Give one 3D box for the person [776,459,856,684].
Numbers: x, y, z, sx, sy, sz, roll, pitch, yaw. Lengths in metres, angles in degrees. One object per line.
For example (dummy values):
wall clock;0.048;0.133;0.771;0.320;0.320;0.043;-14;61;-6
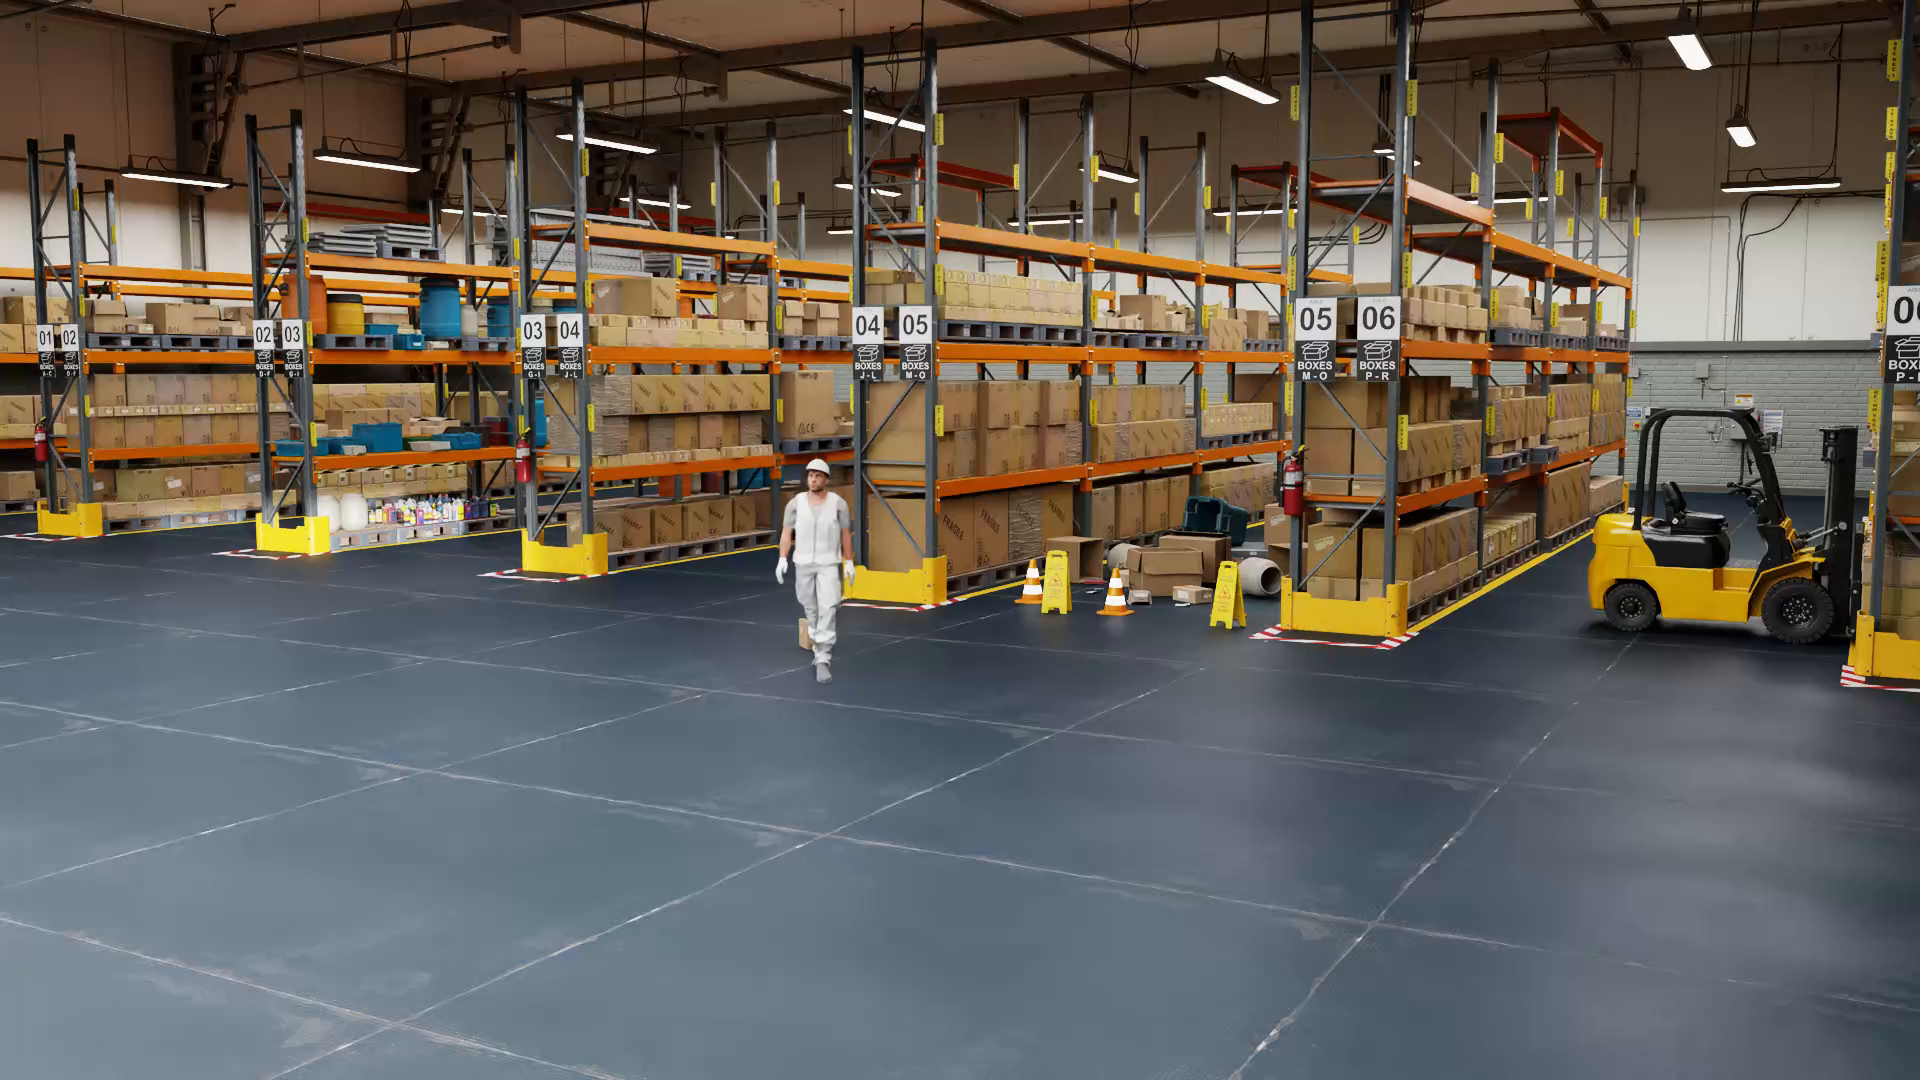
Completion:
person;-1.192;0.223;13.632;0.608;1.768;0.888;1;6;6
